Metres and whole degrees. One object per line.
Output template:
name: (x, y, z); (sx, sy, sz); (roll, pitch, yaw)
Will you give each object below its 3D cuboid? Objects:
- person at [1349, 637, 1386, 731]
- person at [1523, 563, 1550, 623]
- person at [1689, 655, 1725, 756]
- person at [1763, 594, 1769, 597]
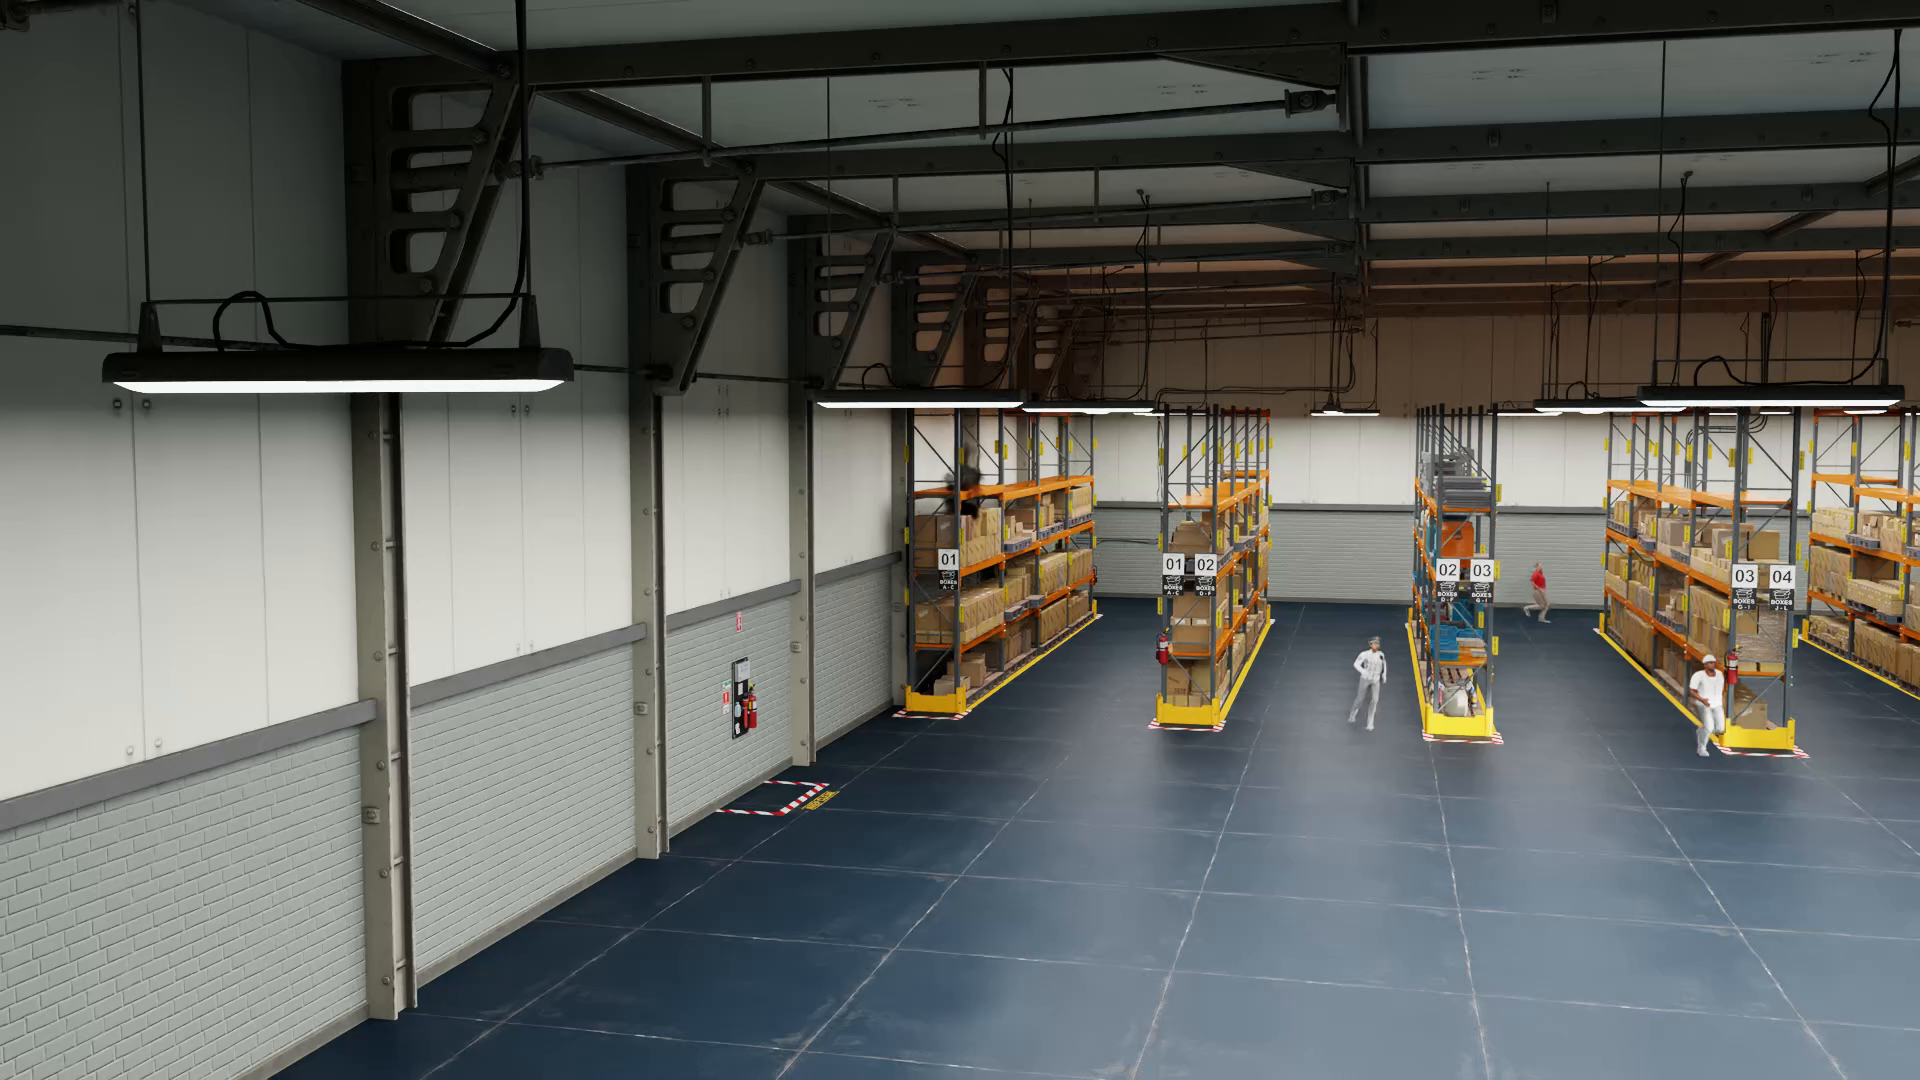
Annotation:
person: (7.649, 2.638, 30.936); (0.678, 1.706, 0.824); (0, 4, -3)
person: (16.294, 1.481, 46.890); (0.721, 1.683, 0.677); (3, 5, 33)
person: (12.732, 2.804, 28.276); (0.695, 1.728, 0.650); (-1, 4, -9)
person: (20.511, 1.804, 42.323); (0.580, 1.755, 0.778); (1, 4, 13)
